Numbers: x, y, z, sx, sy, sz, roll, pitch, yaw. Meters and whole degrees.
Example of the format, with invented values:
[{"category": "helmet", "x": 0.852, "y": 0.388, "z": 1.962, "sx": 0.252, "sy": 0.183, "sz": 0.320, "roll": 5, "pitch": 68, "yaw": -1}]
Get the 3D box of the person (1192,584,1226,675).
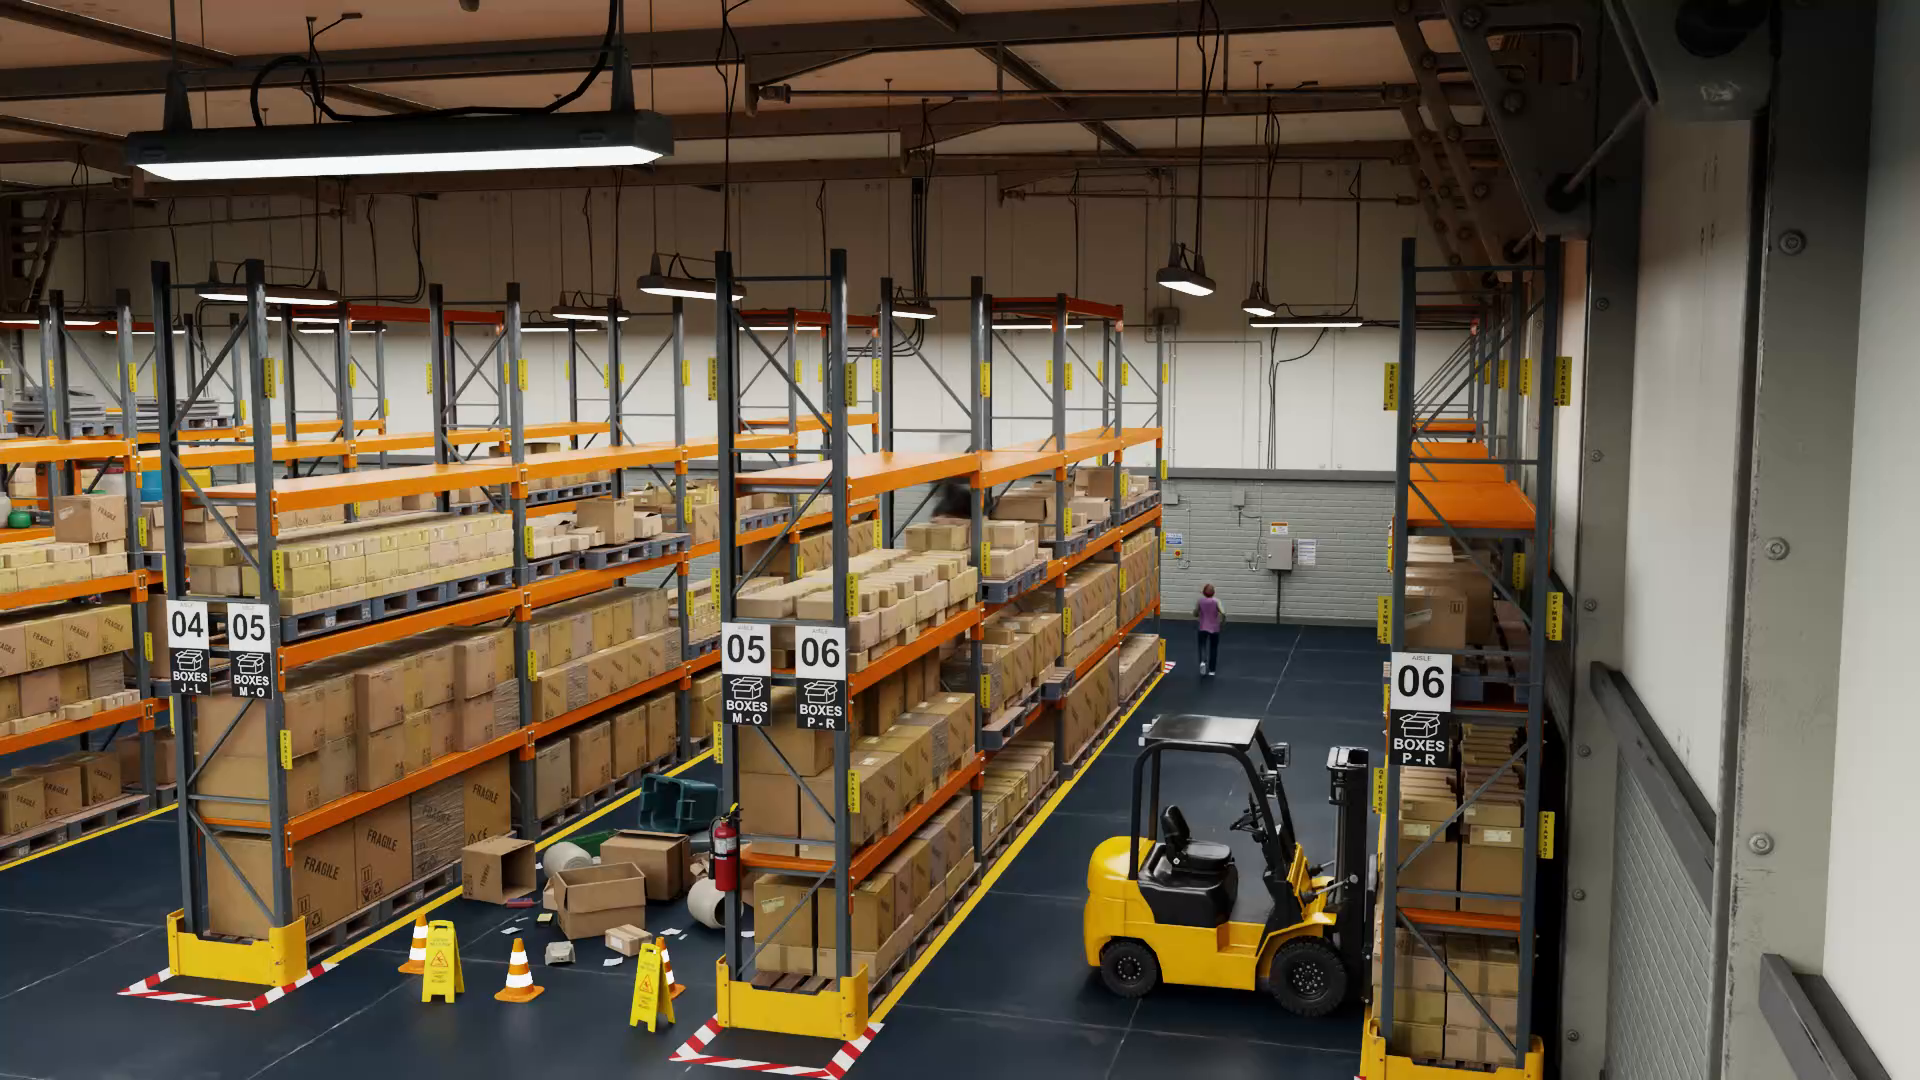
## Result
[{"category": "person", "x": 4.110, "y": 1.497, "z": 27.389, "sx": 0.567, "sy": 1.557, "sz": 0.800, "roll": 1, "pitch": 6, "yaw": 13}]
